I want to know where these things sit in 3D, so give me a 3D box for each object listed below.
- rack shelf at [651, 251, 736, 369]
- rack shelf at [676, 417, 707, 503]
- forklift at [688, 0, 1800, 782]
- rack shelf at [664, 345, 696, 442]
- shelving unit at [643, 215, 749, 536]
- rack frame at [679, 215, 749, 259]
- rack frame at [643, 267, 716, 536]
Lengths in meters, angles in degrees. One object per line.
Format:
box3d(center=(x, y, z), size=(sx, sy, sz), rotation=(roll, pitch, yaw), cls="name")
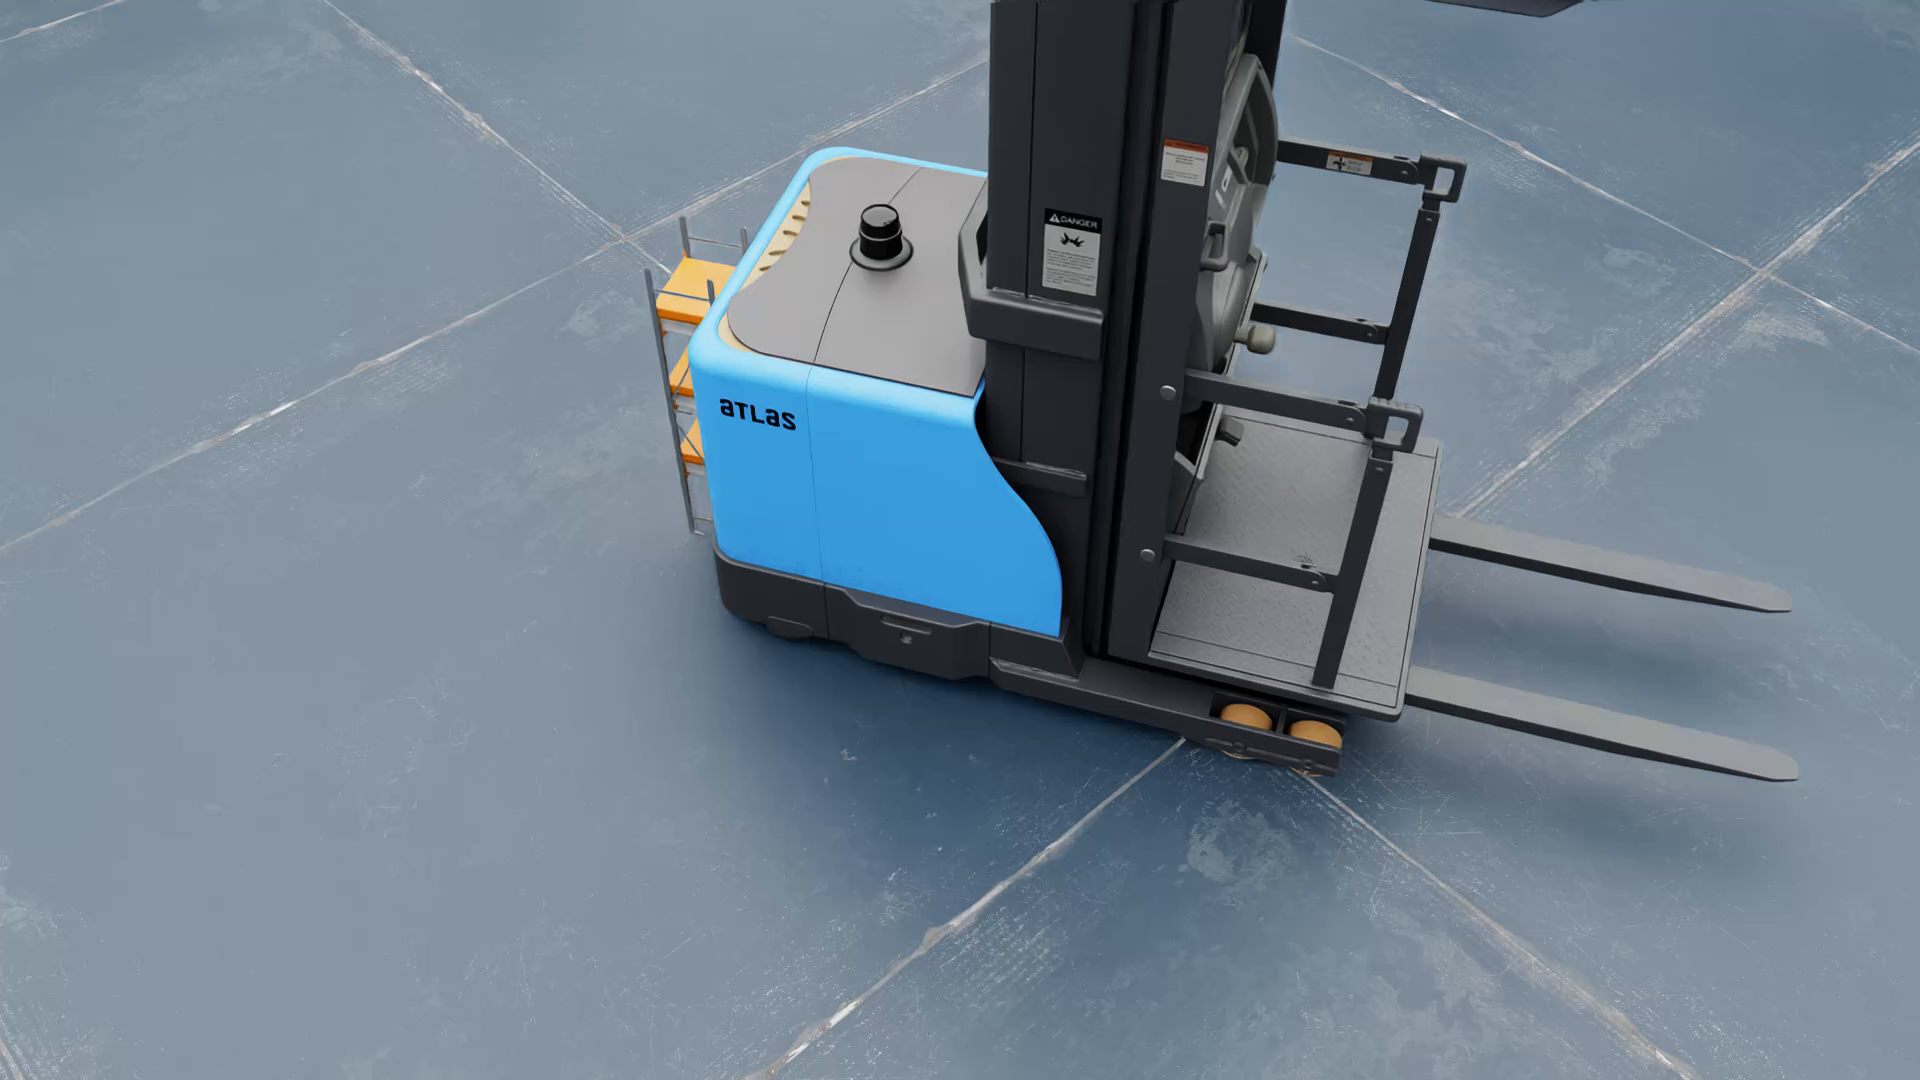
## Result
box3d(center=(-0.726, -0.632, 4.747), size=(0.215, 0.259, 0.240), rotation=(12, 48, 11), cls="rack shelf")
box3d(center=(-0.726, -0.251, 5.160), size=(0.215, 0.259, 0.240), rotation=(12, 48, 11), cls="rack shelf")
box3d(center=(0.856, -0.775, 3.971), size=(3.031, 2.935, 1.130), rotation=(13, 49, 12), cls="forklift")
box3d(center=(-0.726, -0.439, 4.956), size=(0.215, 0.259, 0.240), rotation=(12, 48, 11), cls="rack shelf")
box3d(center=(-0.726, -0.447, 4.948), size=(0.215, 1.050, 0.252), rotation=(12, 48, 11), cls="shelving unit")
box3d(center=(-0.691, -0.533, 5.027), size=(0.200, 1.050, 0.008), rotation=(12, 48, 11), cls="rack frame")
box3d(center=(-0.760, -0.361, 4.868), size=(0.200, 1.050, 0.008), rotation=(12, 48, 11), cls="rack frame")
